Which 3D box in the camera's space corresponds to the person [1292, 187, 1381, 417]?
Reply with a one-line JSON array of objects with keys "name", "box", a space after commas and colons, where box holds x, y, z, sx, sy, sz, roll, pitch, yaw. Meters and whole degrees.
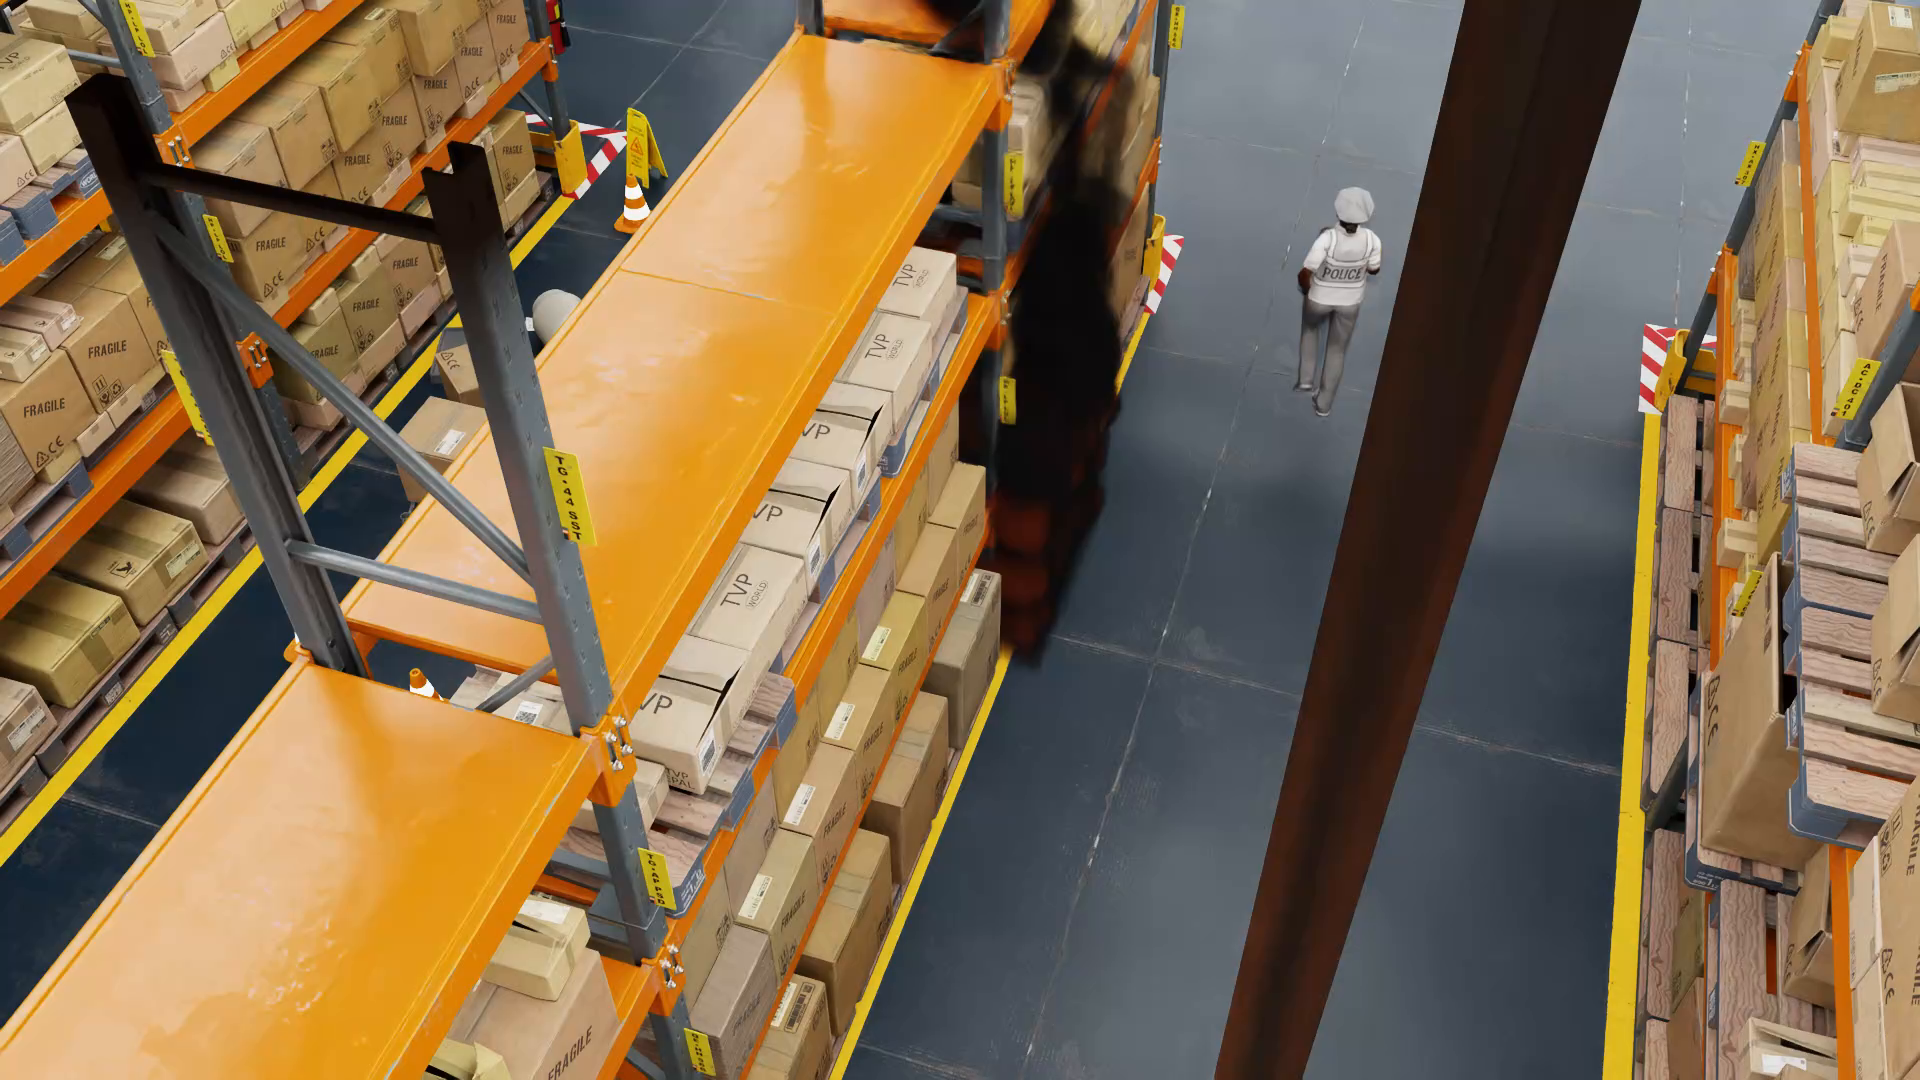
[{"name": "person", "box": [2.482, -1.602, 11.151, 0.553, 1.800, 0.666, 5, 46, 5]}]
